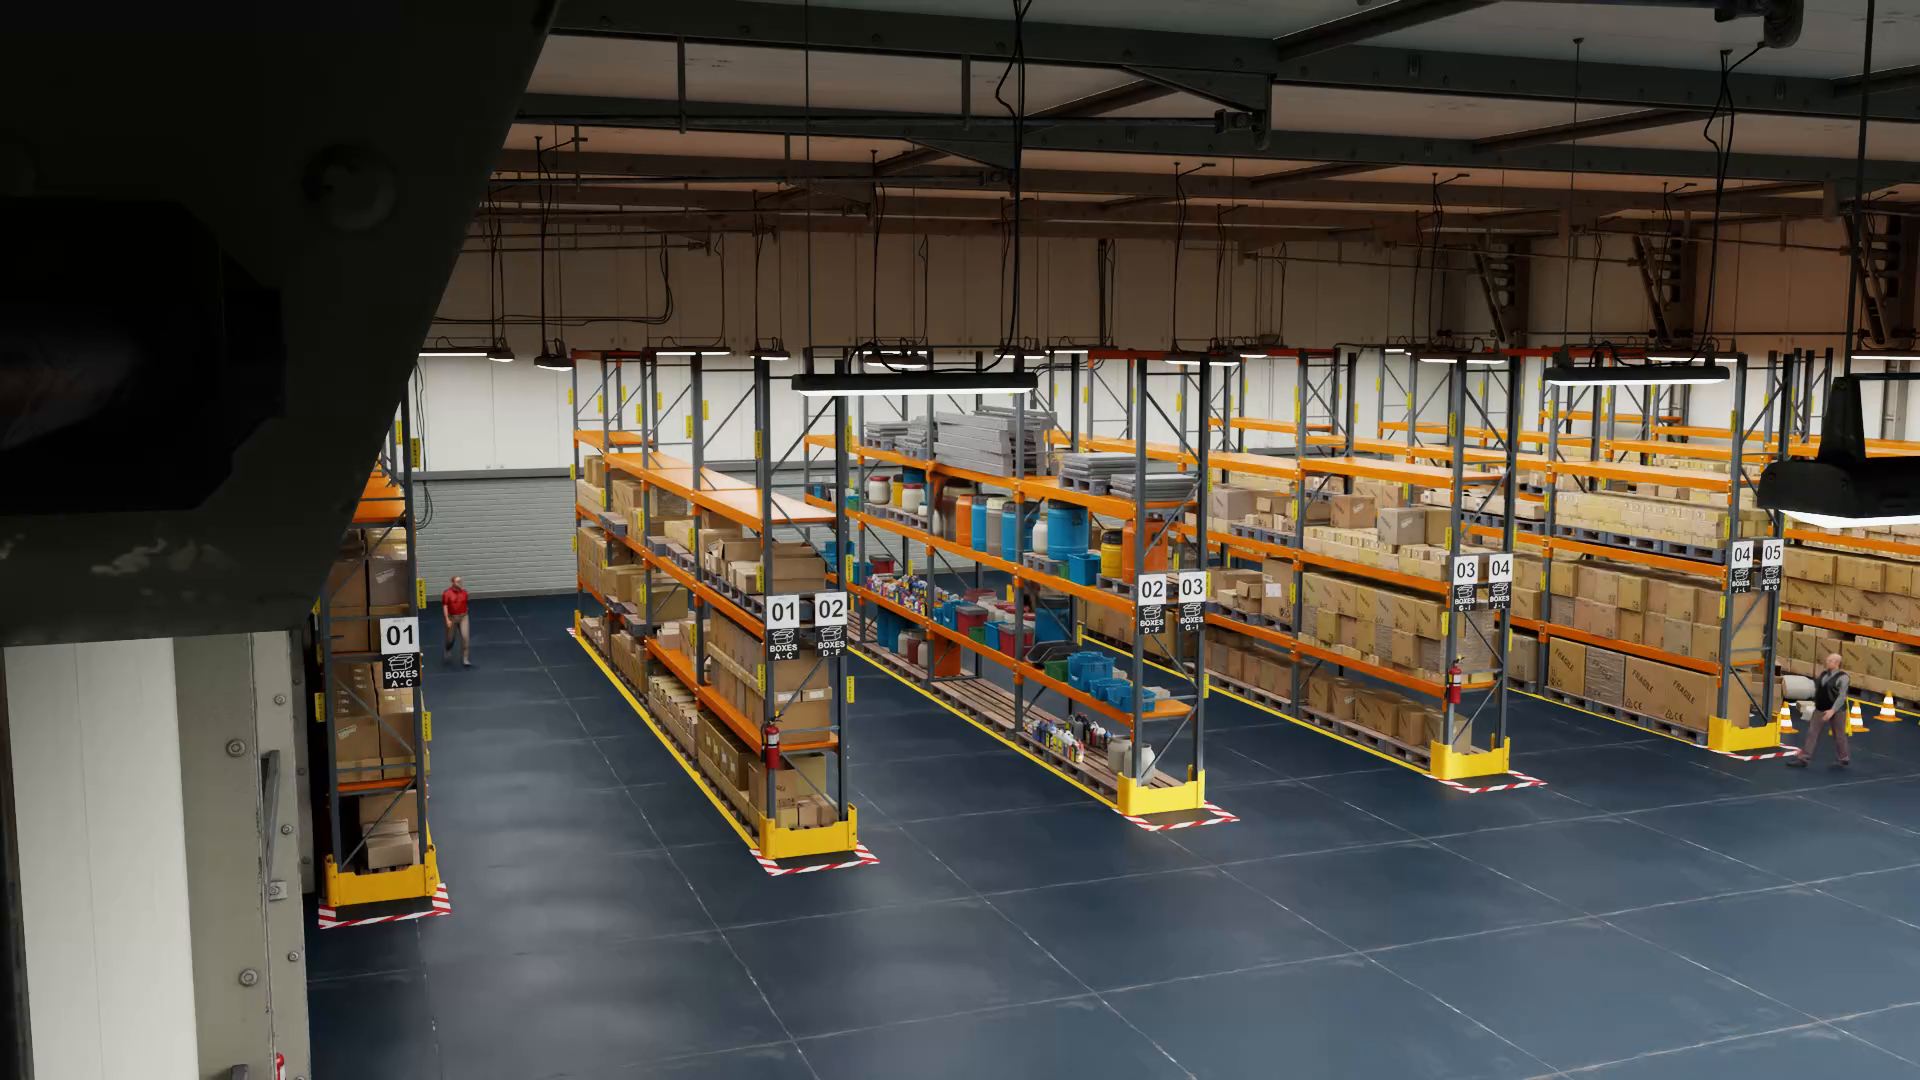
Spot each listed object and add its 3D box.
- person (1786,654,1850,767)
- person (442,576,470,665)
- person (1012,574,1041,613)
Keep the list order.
[{"bbox_3d":[12.574,2.483,24.120,0.946,1.678,0.544,-3,8,-24],"label":"person"},{"bbox_3d":[-9.675,1.521,31.916,0.506,1.680,0.857,-3,8,-24],"label":"person"},{"bbox_3d":[1.428,1.099,34.963,0.668,1.719,1.097,-2,7,-12],"label":"person"}]
